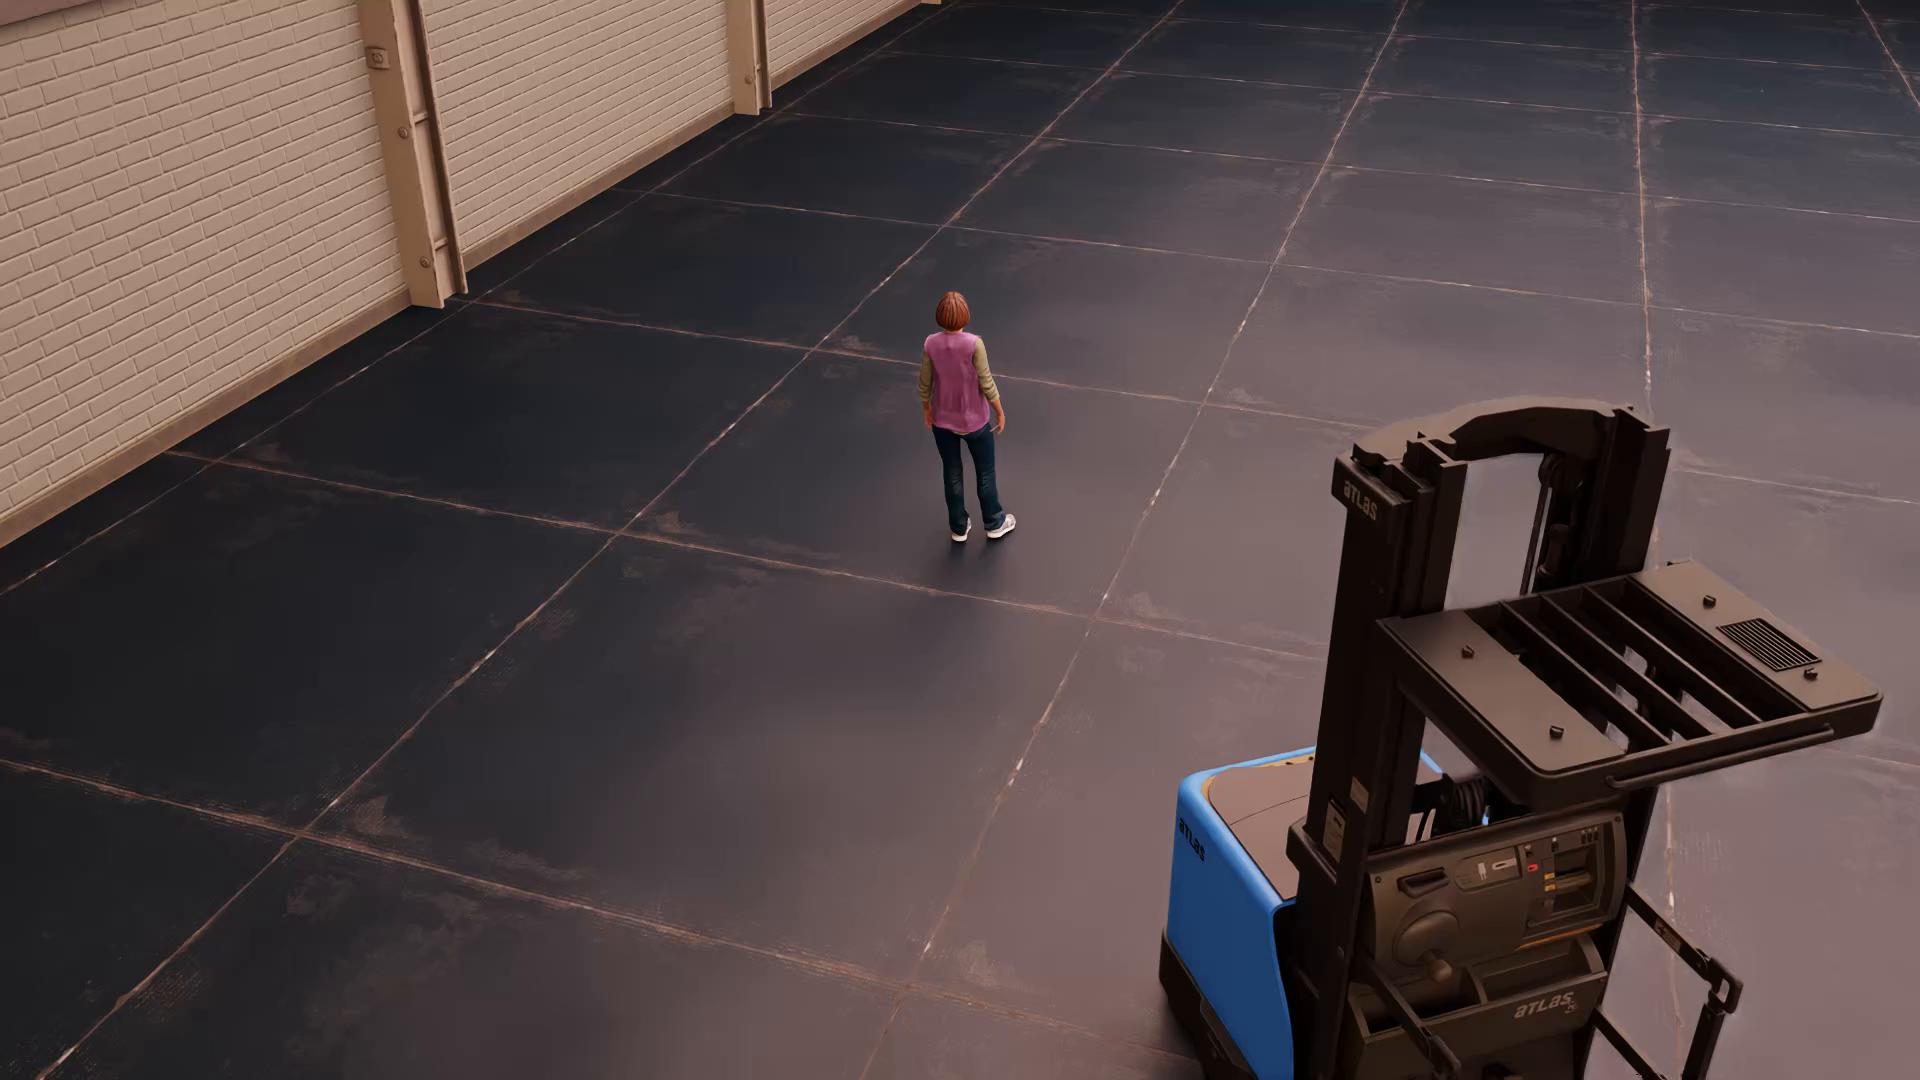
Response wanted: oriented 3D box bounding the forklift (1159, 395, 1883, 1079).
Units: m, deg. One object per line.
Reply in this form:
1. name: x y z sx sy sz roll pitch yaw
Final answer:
1. forklift: 1.777 1.172 5.081 1.130 2.935 3.031 -10 31 -17

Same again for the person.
1. person: 0.037 -0.732 9.753 0.520 1.597 0.476 10 31 16
